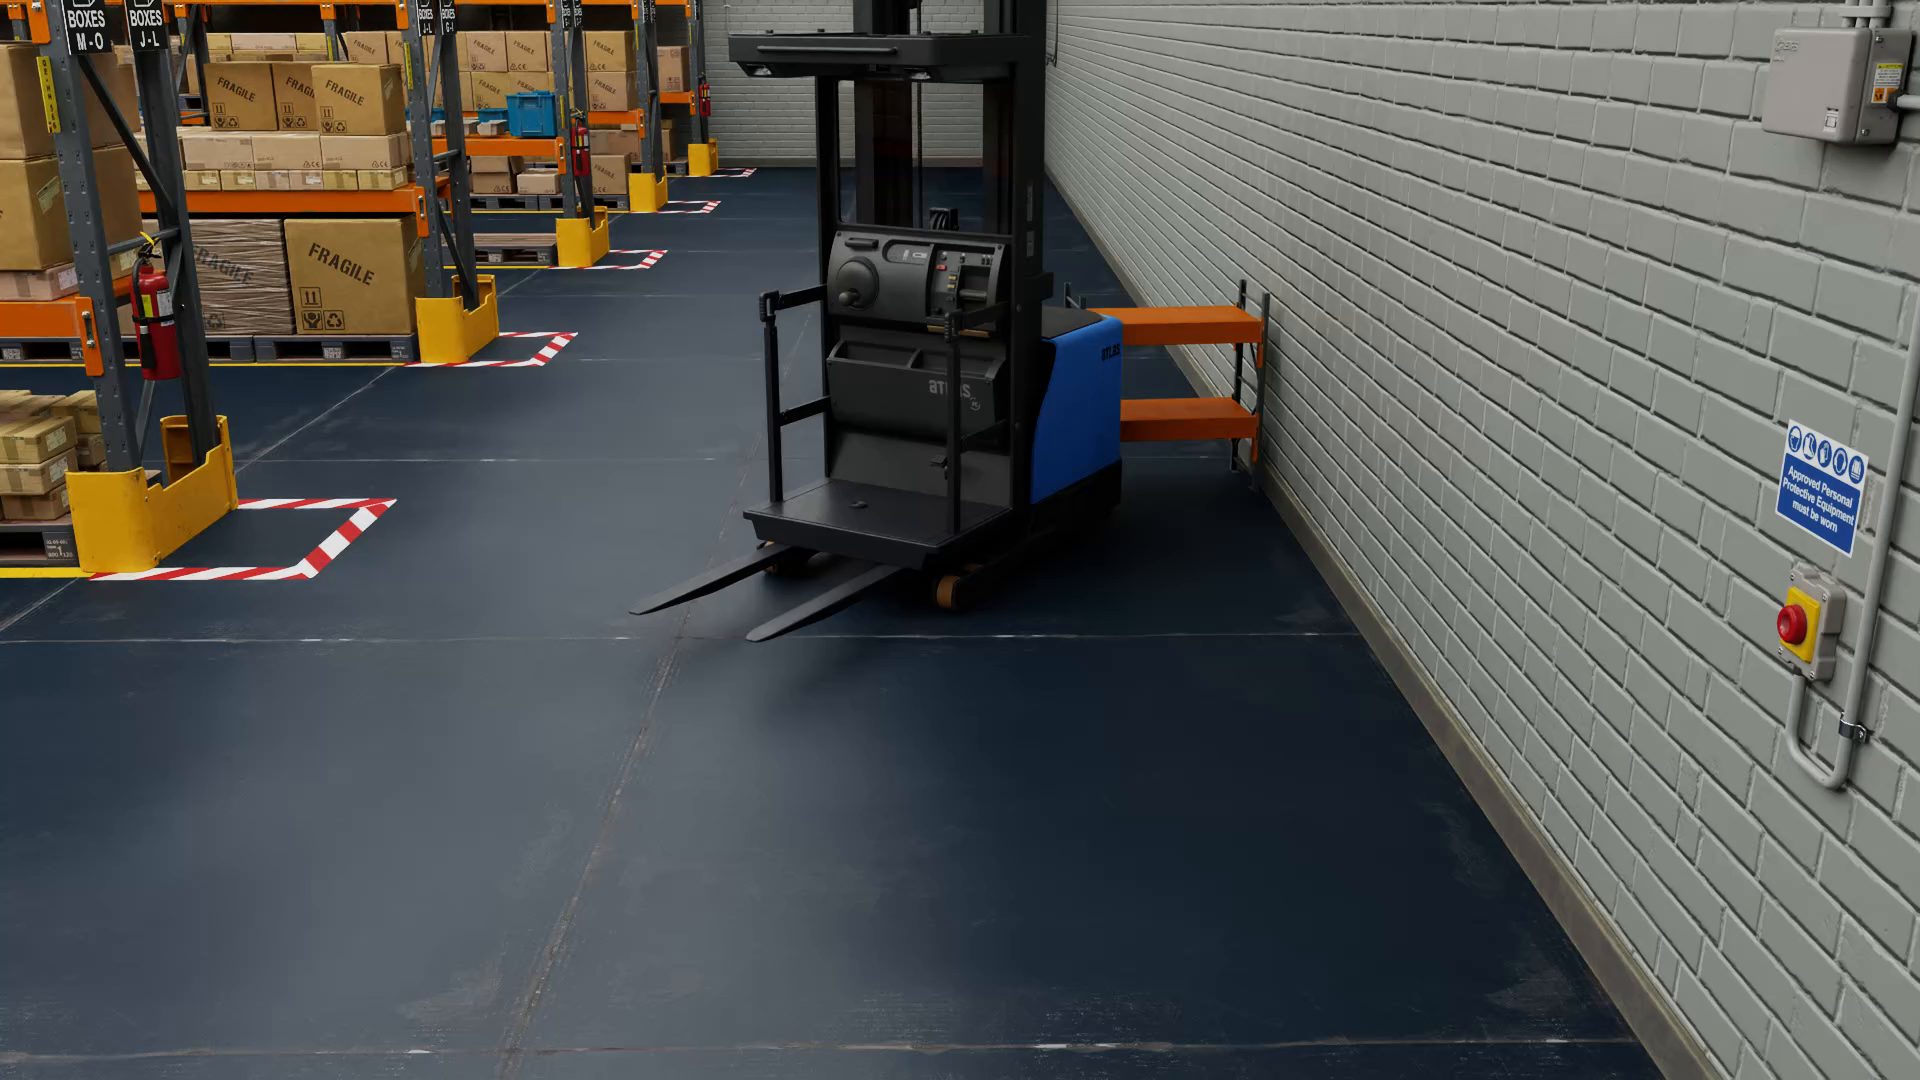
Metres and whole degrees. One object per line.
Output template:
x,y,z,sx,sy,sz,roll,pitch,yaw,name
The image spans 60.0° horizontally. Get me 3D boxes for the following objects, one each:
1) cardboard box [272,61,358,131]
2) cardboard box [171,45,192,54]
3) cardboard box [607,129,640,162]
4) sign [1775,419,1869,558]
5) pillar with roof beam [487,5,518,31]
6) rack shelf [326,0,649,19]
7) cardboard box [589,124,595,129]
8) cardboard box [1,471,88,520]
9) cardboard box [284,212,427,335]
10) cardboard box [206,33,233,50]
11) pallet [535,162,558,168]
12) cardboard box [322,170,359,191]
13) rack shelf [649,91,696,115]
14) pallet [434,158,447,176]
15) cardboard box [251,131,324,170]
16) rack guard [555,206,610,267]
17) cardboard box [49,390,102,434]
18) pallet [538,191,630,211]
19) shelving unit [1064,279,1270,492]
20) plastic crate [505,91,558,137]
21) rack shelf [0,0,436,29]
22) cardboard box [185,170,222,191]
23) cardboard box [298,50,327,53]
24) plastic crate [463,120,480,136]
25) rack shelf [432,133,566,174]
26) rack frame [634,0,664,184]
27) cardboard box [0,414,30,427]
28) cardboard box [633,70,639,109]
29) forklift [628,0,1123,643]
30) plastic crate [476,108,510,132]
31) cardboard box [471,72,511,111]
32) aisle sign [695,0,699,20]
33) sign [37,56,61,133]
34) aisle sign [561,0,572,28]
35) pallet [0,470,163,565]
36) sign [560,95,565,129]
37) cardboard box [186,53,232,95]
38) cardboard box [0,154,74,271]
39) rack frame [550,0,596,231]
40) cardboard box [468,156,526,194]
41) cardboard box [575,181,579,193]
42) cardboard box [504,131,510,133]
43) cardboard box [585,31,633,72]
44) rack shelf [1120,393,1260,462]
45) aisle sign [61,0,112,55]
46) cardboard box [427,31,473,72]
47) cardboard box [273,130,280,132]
-5.003,-3.468,12.980,0.500,0.500,0.500,-1,18,-2,cardboard box
-12.722,-7.715,26.804,0.500,0.500,0.700,-2,18,-7,cardboard box
-5.452,-6.475,27.227,0.500,0.500,0.700,0,18,-1,cardboard box
1.836,-0.115,3.552,0.001,0.218,0.327,0,18,-1,sign
-7.499,-9.292,22.782,0.400,9.000,9.100,0,18,-1,pillar with roof beam
-6.171,-7.065,21.928,4.000,0.370,1.077,0,18,-1,rack shelf
-6.097,-6.842,27.307,0.250,0.149,0.380,0,18,0,cardboard box
-4.564,-0.224,8.316,0.250,0.149,0.380,0,18,0,cardboard box
-4.657,-2.124,13.050,0.875,0.875,0.875,0,18,-1,cardboard box
-11.765,-7.943,26.486,0.500,0.250,0.500,0,18,0,cardboard box
-6.268,-6.141,27.347,1.213,0.211,1.003,0,18,-1,pallet
-4.629,-2.740,12.589,0.250,0.149,0.380,0,18,0,cardboard box
-6.253,-7.150,27.103,4.000,0.370,1.077,0,18,-1,rack shelf
-9.023,-6.128,27.305,1.213,0.211,1.003,0,18,-1,pallet
-5.006,-2.948,12.585,0.500,0.250,0.500,-1,18,-2,cardboard box
-4.073,-3.290,17.985,0.348,0.500,1.175,0,18,-1,rack guard
-4.571,-0.675,8.747,0.250,0.149,0.380,-1,18,-3,cardboard box
-5.044,-4.657,22.719,1.213,0.211,1.003,0,18,-1,pallet
1.138,-0.862,9.392,1.048,1.125,0.538,-2,18,-7,shelving unit
-4.429,-4.463,17.393,0.499,0.435,0.616,0,18,-1,plastic crate
-6.018,-4.040,12.497,4.000,0.370,1.077,0,18,-1,rack shelf
-5.650,-2.735,12.573,0.250,0.149,0.380,0,18,-1,cardboard box
-10.222,-7.593,26.623,0.500,0.500,0.500,0,18,1,cardboard box
-5.199,-4.323,17.446,0.243,0.136,0.396,0,18,-1,plastic crate
-6.097,-4.124,17.670,4.000,0.370,1.077,0,18,-1,rack shelf
-4.171,-5.989,22.307,0.127,3.000,1.000,0,18,-1,rack frame
-4.819,-0.510,8.233,0.250,0.149,0.380,0,18,0,cardboard box
-4.619,-6.115,22.536,0.500,0.500,0.500,0,18,0,cardboard box
-0.318,-1.232,7.590,1.130,2.935,3.031,10,20,29,forklift
-5.007,-4.521,17.907,0.300,0.233,0.416,0,18,-1,plastic crate
-6.136,-5.945,22.005,0.500,0.500,0.500,-1,18,-2,cardboard box
-4.177,-8.649,26.341,0.004,0.787,0.394,0,18,-1,aisle sign
-4.053,-1.980,7.397,0.005,0.325,0.100,0,18,-1,sign
-4.020,-5.625,16.916,0.004,0.787,0.394,0,18,-1,aisle sign
-4.930,-0.127,8.597,1.213,0.211,1.003,0,18,-1,pallet
-4.072,-4.386,17.042,0.005,0.325,0.100,0,18,-1,sign
-9.936,-6.190,22.082,0.500,0.500,0.700,-5,18,-15,cardboard box
-4.487,-1.557,7.839,0.500,0.500,0.500,0,18,0,cardboard box
-4.097,-4.476,17.591,0.127,3.000,1.000,0,18,-1,rack frame
-6.292,-5.001,22.594,0.637,0.503,0.797,0,18,-1,cardboard box
-5.117,-4.797,22.509,0.250,0.166,0.380,0,18,-1,cardboard box
-7.503,-6.465,27.194,0.500,0.500,0.700,0,18,0,cardboard box
-4.612,-6.427,21.870,0.500,0.500,0.500,0,18,-1,cardboard box
1.138,-0.629,9.466,1.000,0.278,0.538,-2,18,-7,rack shelf
-3.964,-2.595,7.469,0.004,0.787,0.394,0,18,-1,aisle sign
-6.665,-6.415,21.833,0.500,0.500,0.500,-1,18,-2,cardboard box
-5.525,-3.108,13.084,0.500,0.250,0.500,-1,18,-3,cardboard box
